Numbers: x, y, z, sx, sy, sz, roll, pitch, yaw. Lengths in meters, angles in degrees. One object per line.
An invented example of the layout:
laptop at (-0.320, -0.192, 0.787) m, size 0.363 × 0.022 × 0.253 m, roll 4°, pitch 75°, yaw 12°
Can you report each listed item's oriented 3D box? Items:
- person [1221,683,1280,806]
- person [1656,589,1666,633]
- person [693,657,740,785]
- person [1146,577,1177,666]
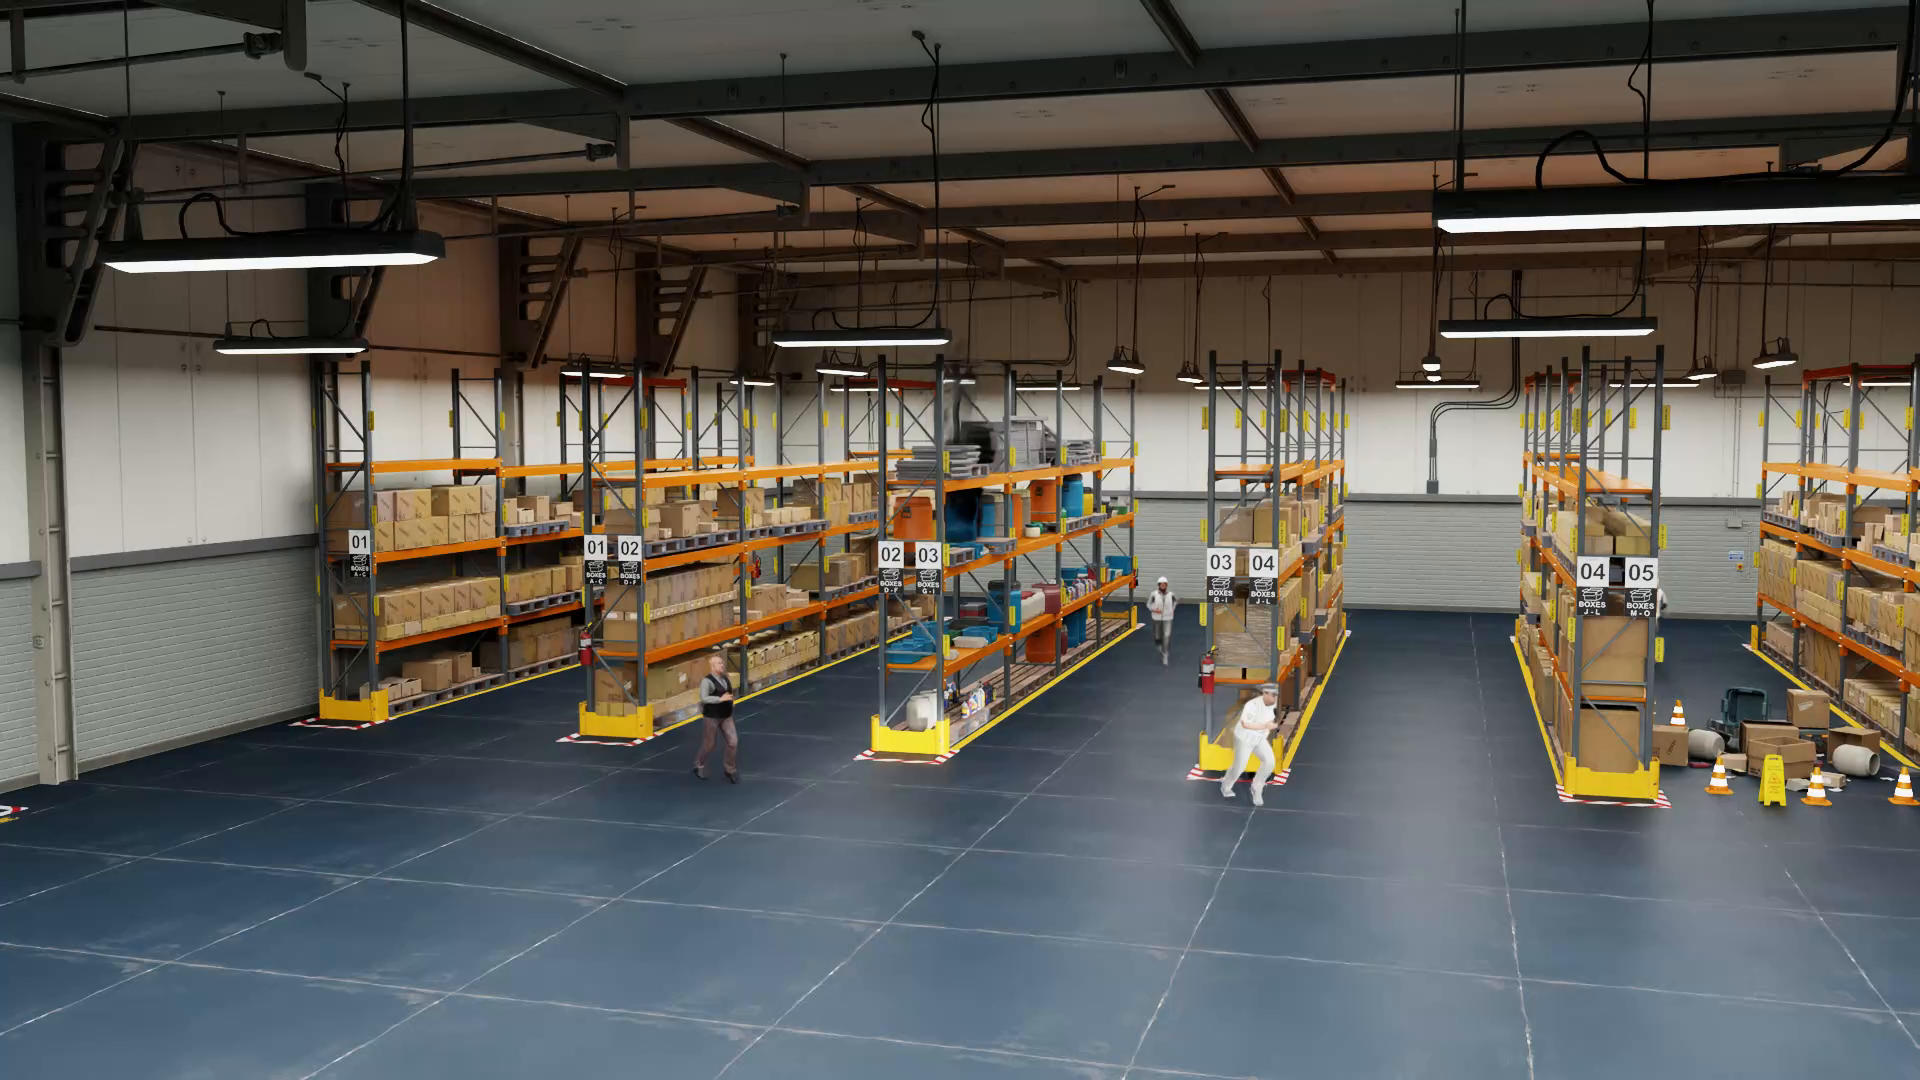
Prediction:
person at (3.836, 2.661, 21.773) m, size 0.700 × 1.680 × 1.015 m, roll -3°, pitch 5°, yaw -36°
person at (14.544, 1.612, 35.170) m, size 0.708 × 1.738 × 0.596 m, roll 1°, pitch 4°, yaw 17°
person at (-3.374, 2.499, 22.992) m, size 0.785 × 1.788 × 0.671 m, roll 3°, pitch 5°, yaw 39°
person at (4.191, 1.658, 34.587) m, size 0.627 × 1.784 × 1.126 m, roll 1°, pitch 4°, yaw 9°
